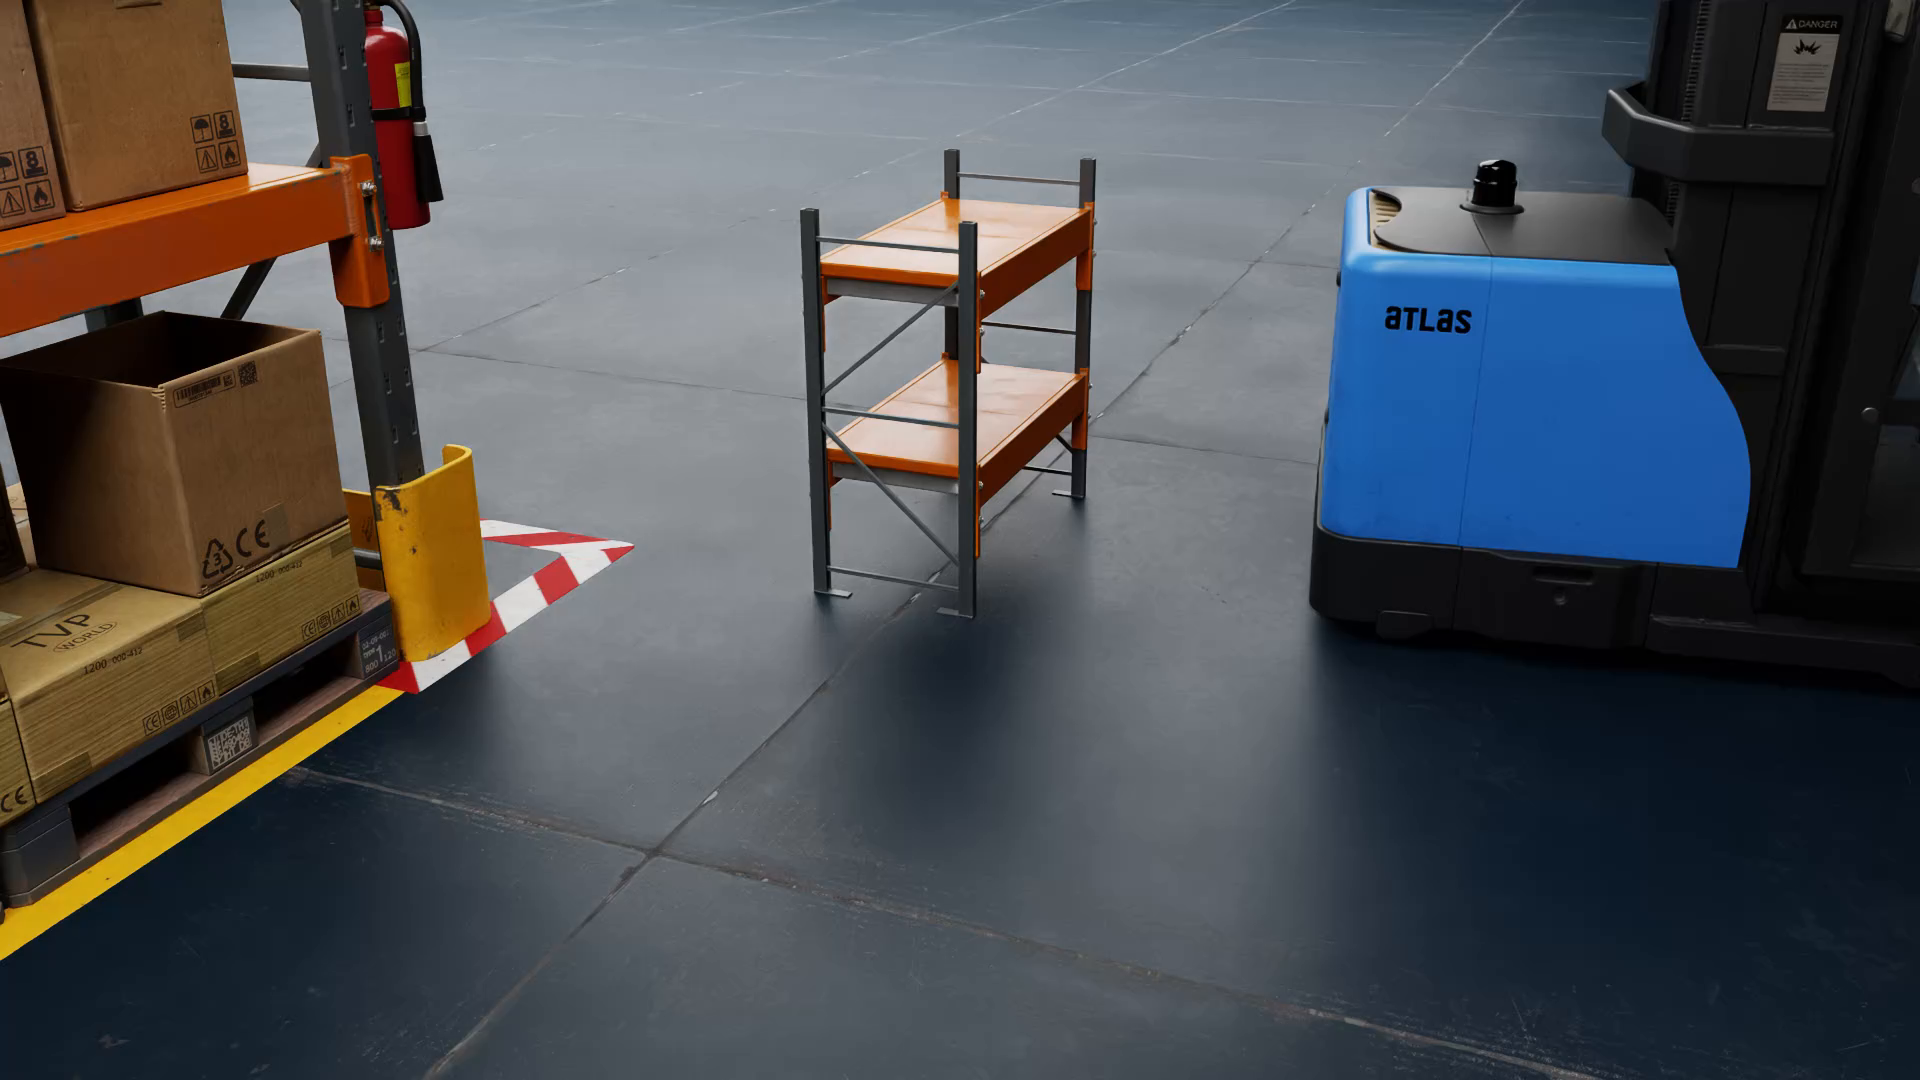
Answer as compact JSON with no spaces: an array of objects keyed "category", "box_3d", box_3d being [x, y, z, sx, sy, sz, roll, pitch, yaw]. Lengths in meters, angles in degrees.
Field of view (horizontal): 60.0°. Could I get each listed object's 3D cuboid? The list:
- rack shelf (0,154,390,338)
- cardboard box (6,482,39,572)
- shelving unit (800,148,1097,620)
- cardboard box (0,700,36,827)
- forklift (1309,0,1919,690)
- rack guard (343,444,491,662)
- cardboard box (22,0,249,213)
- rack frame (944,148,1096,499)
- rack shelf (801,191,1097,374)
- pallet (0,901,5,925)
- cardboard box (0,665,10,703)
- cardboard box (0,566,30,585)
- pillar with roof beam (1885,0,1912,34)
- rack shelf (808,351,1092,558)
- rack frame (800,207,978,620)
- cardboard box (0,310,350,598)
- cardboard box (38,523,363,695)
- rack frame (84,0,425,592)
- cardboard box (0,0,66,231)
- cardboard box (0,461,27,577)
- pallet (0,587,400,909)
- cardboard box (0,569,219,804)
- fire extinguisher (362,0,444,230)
[{"category":"rack shelf","box_3d":[-2.667,-0.137,2.621,1.077,0.370,4.000,9,24,20]},{"category":"cardboard box","box_3d":[-2.330,0.050,4.261,0.500,0.250,0.500,9,24,20]},{"category":"shelving unit","box_3d":[-0.003,-0.517,5.027,0.538,1.125,1.048,9,24,20]},{"category":"cardboard box","box_3d":[-2.208,0.484,3.222,0.500,0.250,0.500,9,24,20]},{"category":"forklift","box_3d":[2.546,-1.146,4.191,3.031,2.935,1.130,5,23,11]},{"category":"rack guard","box_3d":[-1.915,-0.040,4.698,1.175,0.500,0.348,9,24,20]},{"category":"cardboard box","box_3d":[-2.110,-1.066,3.780,0.700,0.500,0.500,9,24,20]},{"category":"rack frame","box_3d":[0.186,-0.699,5.463,0.500,1.125,0.032,9,24,20]},{"category":"rack shelf","box_3d":[-0.003,-0.787,4.915,0.538,0.278,1.000,9,24,20]},{"category":"pallet","box_3d":[-2.624,0.816,3.022,1.003,0.211,1.213,9,24,20]},{"category":"cardboard box","box_3d":[-2.205,0.138,3.077,0.500,0.500,0.500,9,24,20]},{"category":"cardboard box","box_3d":[-2.512,0.229,3.832,0.500,0.250,0.500,9,24,20]},{"category":"pillar with roof beam","box_3d":[5.909,-9.929,17.345,9.100,9.000,0.400,9,24,20]},{"category":"rack shelf","box_3d":[-0.003,-0.291,5.122,0.538,0.278,1.000,9,24,20]},{"category":"rack frame","box_3d":[-0.191,-0.335,4.592,0.500,1.125,0.032,9,24,20]},{"category":"cardboard box","box_3d":[-1.847,-0.222,3.938,0.500,0.500,0.500,9,24,20]},{"category":"cardboard box","box_3d":[-1.849,0.124,4.084,0.500,0.250,0.500,9,24,20]},{"category":"rack frame","box_3d":[-1.924,-1.185,4.195,1.000,3.000,0.127,9,24,20]},{"category":"cardboard box","box_3d":[-2.300,-0.877,3.329,0.700,0.500,0.500,9,24,21]},{"category":"cardboard box","box_3d":[-2.514,-0.117,3.688,0.500,0.500,0.500,9,24,20]},{"category":"pallet","box_3d":[-2.170,0.381,4.063,1.003,0.211,1.213,9,24,20]},{"category":"cardboard box","box_3d":[-2.024,0.305,3.651,0.500,0.250,0.500,9,24,20]},{"category":"fire extinguisher","box_3d":[-1.449,-1.125,4.152,0.296,0.674,0.183,9,24,20]}]
